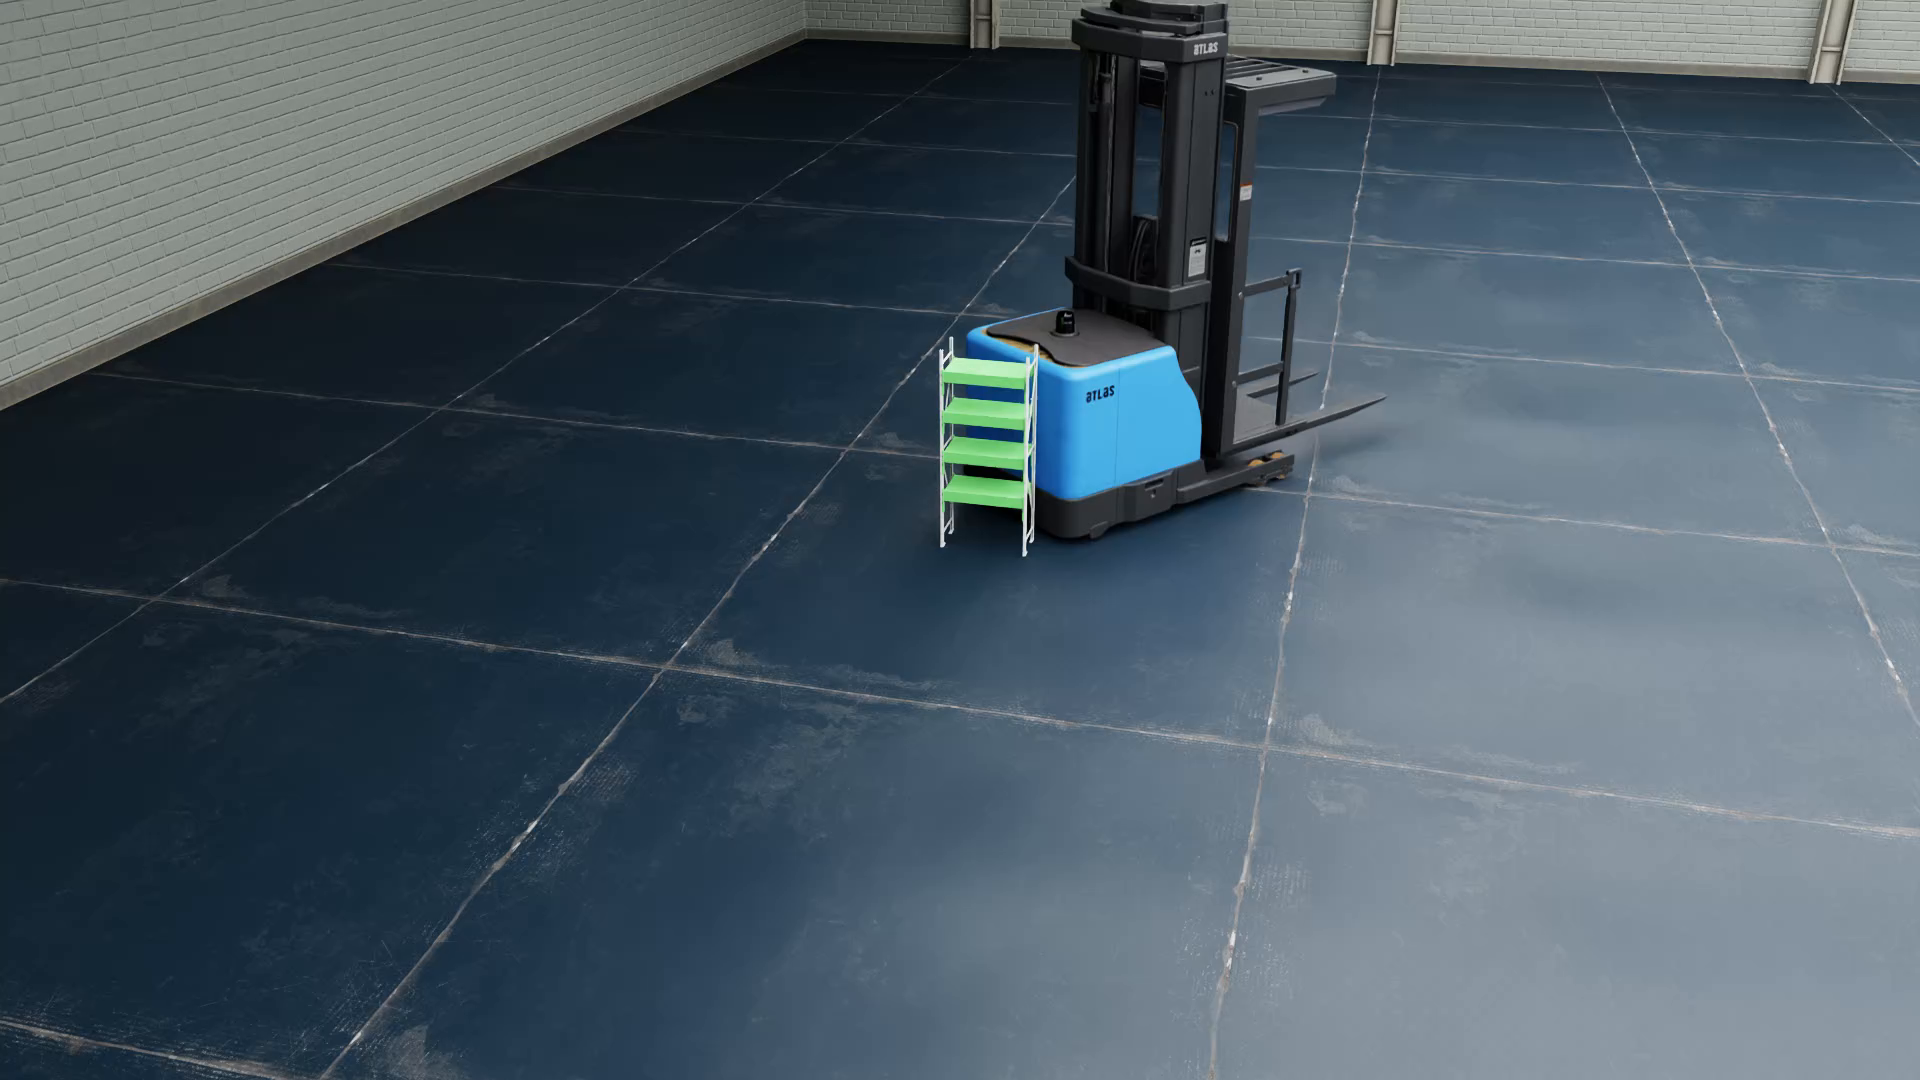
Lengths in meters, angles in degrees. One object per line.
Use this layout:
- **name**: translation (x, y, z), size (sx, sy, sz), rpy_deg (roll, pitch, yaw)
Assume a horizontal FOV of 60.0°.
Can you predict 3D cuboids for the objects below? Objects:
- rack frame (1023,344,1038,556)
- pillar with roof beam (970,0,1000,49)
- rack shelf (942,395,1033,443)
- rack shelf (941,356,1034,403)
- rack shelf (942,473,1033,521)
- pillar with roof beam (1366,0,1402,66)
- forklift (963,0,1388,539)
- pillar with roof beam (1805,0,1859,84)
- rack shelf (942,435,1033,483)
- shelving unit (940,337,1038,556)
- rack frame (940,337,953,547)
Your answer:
- **rack frame**: translation (0.397, -0.498, 9.400), size (0.015, 1.200, 0.240), rpy_deg (6, 26, 13)
- **pillar with roof beam**: translation (-0.688, -9.932, 20.143), size (0.400, 9.000, 9.100), rpy_deg (6, 26, 13)
- **rack shelf**: translation (0.160, -0.683, 9.379), size (0.480, 0.148, 0.258), rpy_deg (6, 26, 13)
- **rack shelf**: translation (0.160, -0.900, 9.276), size (0.480, 0.148, 0.258), rpy_deg (6, 26, 13)
- **rack shelf**: translation (0.160, -0.250, 9.585), size (0.480, 0.148, 0.258), rpy_deg (6, 26, 13)
- **pillar with roof beam**: translation (5.123, -9.290, 18.794), size (0.400, 9.000, 9.100), rpy_deg (6, 26, 13)
- **forklift**: translation (1.500, -1.822, 10.168), size (3.031, 2.935, 1.130), rpy_deg (-18, 31, -33)
- **pillar with roof beam**: translation (10.934, -8.647, 17.444), size (0.400, 9.000, 9.100), rpy_deg (6, 26, 13)
- **rack shelf**: translation (0.160, -0.466, 9.482), size (0.480, 0.148, 0.258), rpy_deg (6, 26, 13)
- **shelving unit**: translation (0.160, -0.524, 9.455), size (0.503, 1.200, 0.258), rpy_deg (6, 26, 13)
- **rack frame**: translation (-0.076, -0.550, 9.510), size (0.015, 1.200, 0.240), rpy_deg (6, 26, 13)
